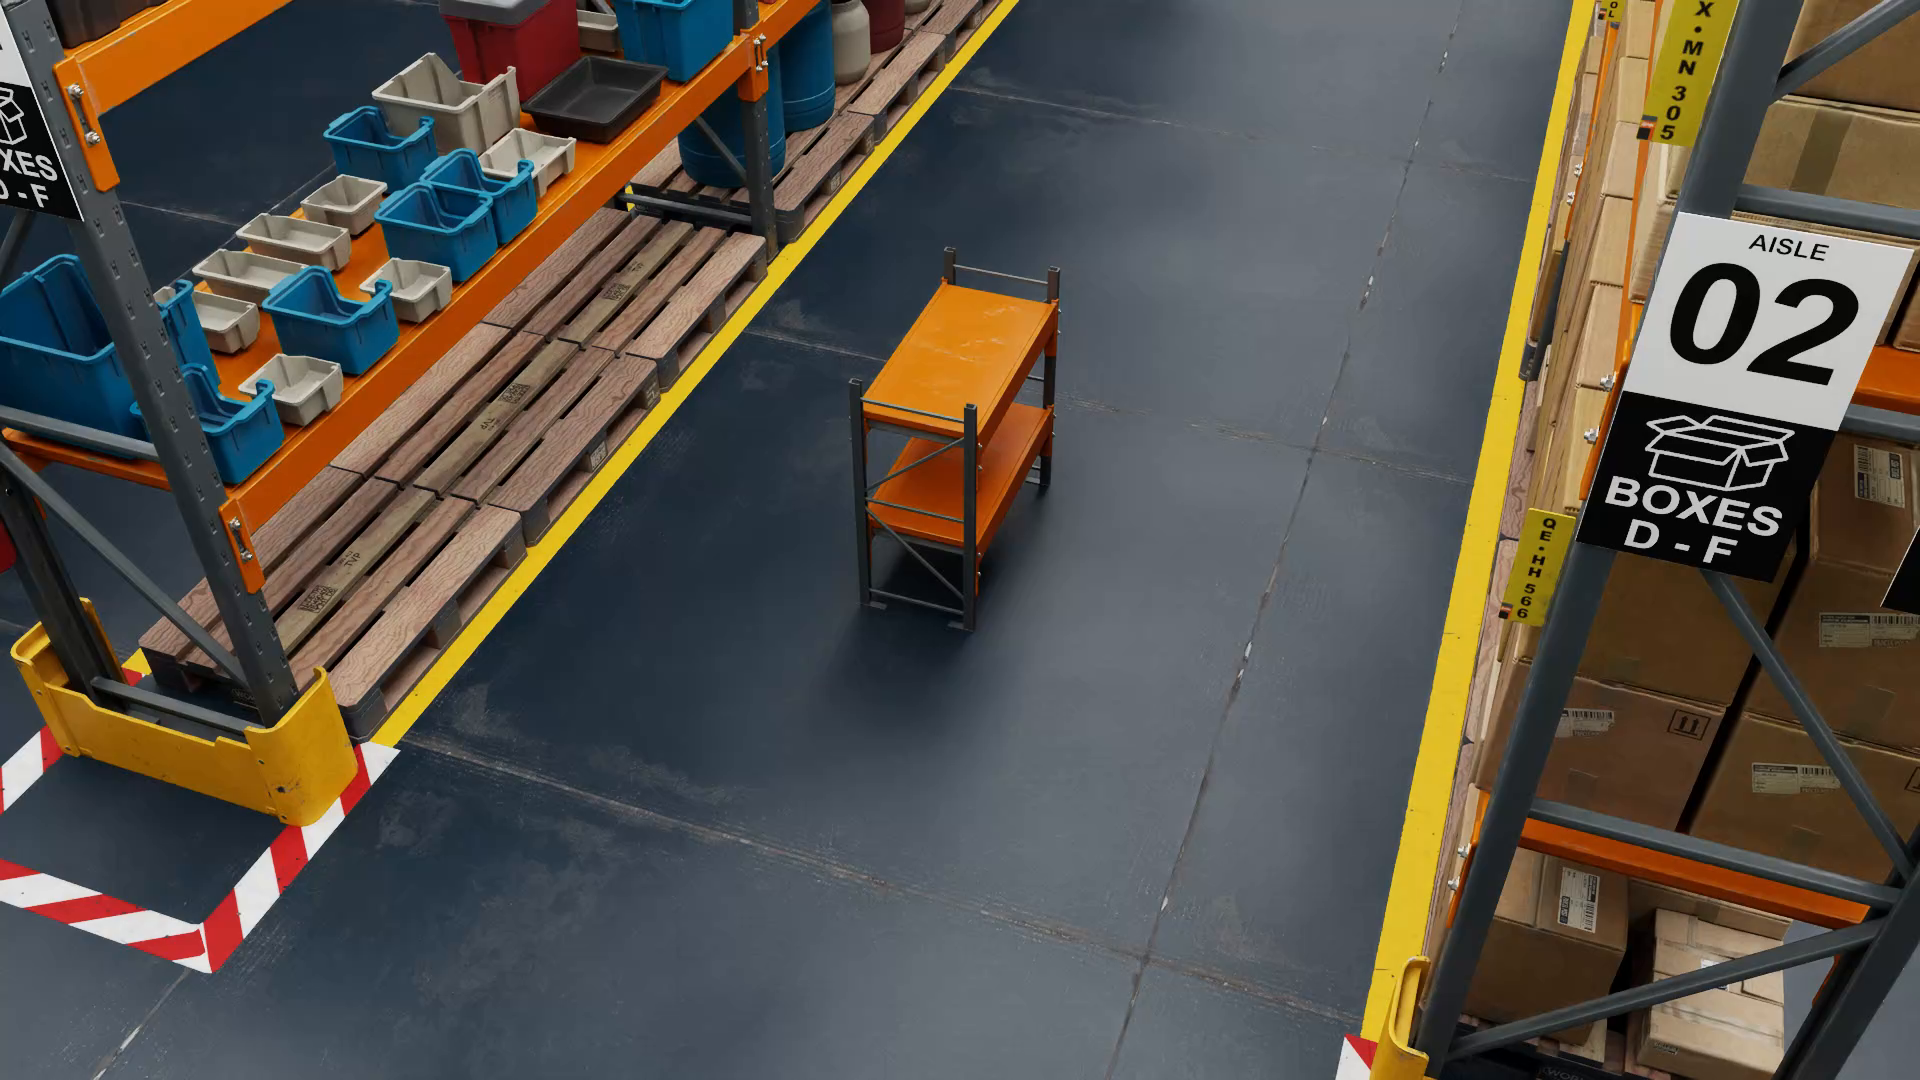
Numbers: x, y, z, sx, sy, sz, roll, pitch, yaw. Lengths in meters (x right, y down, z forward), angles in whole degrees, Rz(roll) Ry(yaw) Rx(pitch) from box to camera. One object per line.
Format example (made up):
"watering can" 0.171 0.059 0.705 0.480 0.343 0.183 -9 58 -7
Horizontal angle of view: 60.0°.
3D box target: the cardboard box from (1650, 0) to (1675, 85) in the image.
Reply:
"cardboard box" 2.073 -1.305 4.273 0.500 0.250 0.500 13 42 15

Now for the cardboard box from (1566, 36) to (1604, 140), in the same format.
"cardboard box" 3.767 -2.495 9.450 0.500 0.500 0.500 13 42 15

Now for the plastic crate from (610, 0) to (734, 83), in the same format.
"plastic crate" -1.319 -2.436 7.760 0.392 0.384 0.575 13 42 15

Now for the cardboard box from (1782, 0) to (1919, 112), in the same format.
"cardboard box" 1.966 -1.115 3.087 0.700 0.500 0.500 13 42 15

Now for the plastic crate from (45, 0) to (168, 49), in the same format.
"plastic crate" -2.454 -1.604 4.609 0.497 0.269 0.590 13 42 15

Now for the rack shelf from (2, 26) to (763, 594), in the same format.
"rack shelf" -2.164 -1.286 7.001 1.077 0.370 4.000 13 42 15

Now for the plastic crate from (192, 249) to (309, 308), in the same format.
"plastic crate" -2.627 -0.974 6.237 0.396 0.136 0.243 13 42 15

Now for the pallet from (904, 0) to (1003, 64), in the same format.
"pallet" -0.343 -3.668 11.387 1.003 0.211 1.213 13 42 15

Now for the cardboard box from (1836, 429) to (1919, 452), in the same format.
"cardboard box" 2.377 -0.189 4.314 0.500 0.500 0.500 14 42 16

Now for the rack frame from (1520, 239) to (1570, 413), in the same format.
"rack frame" 3.173 -1.678 6.906 1.000 3.000 0.127 13 42 15

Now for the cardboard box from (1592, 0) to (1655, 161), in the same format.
"cardboard box" 2.572 -1.557 5.916 0.500 0.500 0.500 12 42 14

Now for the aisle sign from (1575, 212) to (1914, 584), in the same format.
"aisle sign" 1.494 -0.254 3.233 0.394 0.787 0.004 13 42 15

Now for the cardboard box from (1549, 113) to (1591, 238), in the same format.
"cardboard box" 3.421 -1.864 8.711 0.500 0.500 0.500 14 42 16

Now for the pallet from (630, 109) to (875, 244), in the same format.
"pallet" -1.177 -2.180 9.643 1.003 0.211 1.213 13 42 15

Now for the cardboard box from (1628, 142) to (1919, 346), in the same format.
"cardboard box" 1.733 -0.694 3.557 0.500 0.250 0.500 13 42 15

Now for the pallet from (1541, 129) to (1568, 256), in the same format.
"pallet" 3.831 -1.868 9.277 1.003 0.211 1.213 13 42 15

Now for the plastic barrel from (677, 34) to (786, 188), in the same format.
"plastic barrel" -1.278 -2.469 9.126 0.600 0.901 0.708 13 42 15

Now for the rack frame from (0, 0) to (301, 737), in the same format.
"rack frame" -2.848 -0.340 5.337 1.000 3.000 0.127 13 42 15

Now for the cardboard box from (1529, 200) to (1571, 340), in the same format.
"cardboard box" 3.073 -1.259 8.002 0.500 0.500 0.500 13 42 15

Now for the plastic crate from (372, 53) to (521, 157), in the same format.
"plastic crate" -2.175 -1.867 7.172 0.437 0.282 0.530 13 42 15

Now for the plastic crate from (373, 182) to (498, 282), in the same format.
"plastic crate" -2.004 -1.180 6.404 0.416 0.233 0.300 13 42 15

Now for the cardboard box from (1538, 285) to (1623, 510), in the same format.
"cardboard box" 1.871 -0.298 4.440 0.500 0.500 0.500 14 43 16

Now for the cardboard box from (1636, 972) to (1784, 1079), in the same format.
"cardboard box" 2.272 1.500 5.039 0.380 0.149 0.250 13 42 15

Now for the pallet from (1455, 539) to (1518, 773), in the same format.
"pallet" 2.522 0.548 6.445 1.003 0.211 1.213 13 42 15

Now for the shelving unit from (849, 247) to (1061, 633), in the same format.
"shelving unit" -0.002 -0.424 6.880 0.538 1.125 1.048 13 42 15

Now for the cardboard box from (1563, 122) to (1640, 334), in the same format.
"cardboard box" 2.220 -0.928 5.179 0.500 0.500 0.500 15 43 16

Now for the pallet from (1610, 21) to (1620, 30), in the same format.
"pallet" 3.880 -2.858 8.436 1.003 0.211 1.213 13 42 15

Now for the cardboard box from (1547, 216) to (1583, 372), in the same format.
"cardboard box" 2.398 -0.848 5.856 0.500 0.500 0.500 13 42 15

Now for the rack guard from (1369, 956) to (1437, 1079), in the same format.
"rack guard" 1.831 1.666 4.912 1.175 0.500 0.348 13 42 15

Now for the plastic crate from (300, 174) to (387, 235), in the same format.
"plastic crate" -2.471 -1.334 6.659 0.298 0.136 0.250 13 42 15

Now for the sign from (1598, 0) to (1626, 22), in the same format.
"sign" 2.650 -2.240 6.672 0.100 0.325 0.005 13 42 15

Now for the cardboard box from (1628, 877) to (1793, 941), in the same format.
"cardboard box" 2.429 1.067 5.468 0.500 0.250 0.500 13 42 15

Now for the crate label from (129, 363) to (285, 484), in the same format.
"crate label" -2.454 -0.377 5.463 0.416 0.233 0.303 13 42 15

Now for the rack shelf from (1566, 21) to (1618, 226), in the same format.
"rack shelf" 3.857 -2.624 8.569 1.077 0.370 4.000 13 42 15

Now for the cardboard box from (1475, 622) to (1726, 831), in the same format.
"cardboard box" 1.703 0.390 4.405 0.500 0.500 0.500 15 43 16

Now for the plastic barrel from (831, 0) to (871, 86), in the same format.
"plastic barrel" -0.759 -3.078 10.139 0.421 0.512 0.421 0 40 0

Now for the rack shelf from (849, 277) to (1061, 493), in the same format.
"rack shelf" -0.002 -0.646 6.690 0.538 0.278 1.000 13 42 15

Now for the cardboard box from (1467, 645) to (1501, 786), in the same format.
"cardboard box" 2.113 0.681 5.920 0.500 0.250 0.500 13 42 15

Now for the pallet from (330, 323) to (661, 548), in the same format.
"pallet" -2.111 -0.515 7.691 1.003 0.211 1.213 13 42 15

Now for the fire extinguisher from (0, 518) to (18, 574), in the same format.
"fire extinguisher" -3.327 -0.178 5.494 0.296 0.674 0.183 13 42 15

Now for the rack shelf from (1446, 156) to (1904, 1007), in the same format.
"rack shelf" 2.489 -0.185 5.709 1.077 0.370 4.000 13 42 15

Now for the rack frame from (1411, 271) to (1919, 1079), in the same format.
"rack frame" 1.805 0.762 4.046 1.000 3.000 0.127 13 42 15

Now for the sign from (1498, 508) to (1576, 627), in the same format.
"sign" 1.291 0.066 3.727 0.100 0.325 0.005 13 42 15

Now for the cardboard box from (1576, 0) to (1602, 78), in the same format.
"cardboard box" 4.117 -3.120 10.183 0.500 0.500 0.500 15 43 17

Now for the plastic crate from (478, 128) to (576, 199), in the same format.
"plastic crate" -1.793 -1.573 6.940 0.293 0.136 0.466 13 42 15

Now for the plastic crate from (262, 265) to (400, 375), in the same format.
"plastic crate" -2.229 -0.778 5.934 0.416 0.233 0.300 13 42 15

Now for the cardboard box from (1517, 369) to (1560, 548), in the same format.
"cardboard box" 2.053 -0.230 5.132 0.500 0.500 0.500 14 42 15

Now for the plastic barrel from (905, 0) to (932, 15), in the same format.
"plastic barrel" -0.373 -3.766 10.947 0.421 0.512 0.421 0 40 0

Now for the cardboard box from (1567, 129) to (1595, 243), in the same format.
"cardboard box" 2.743 -1.466 6.580 0.500 0.500 0.500 14 43 16

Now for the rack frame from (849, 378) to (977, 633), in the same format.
"rack frame" -0.176 -0.114 6.517 0.500 1.125 0.032 13 42 15
